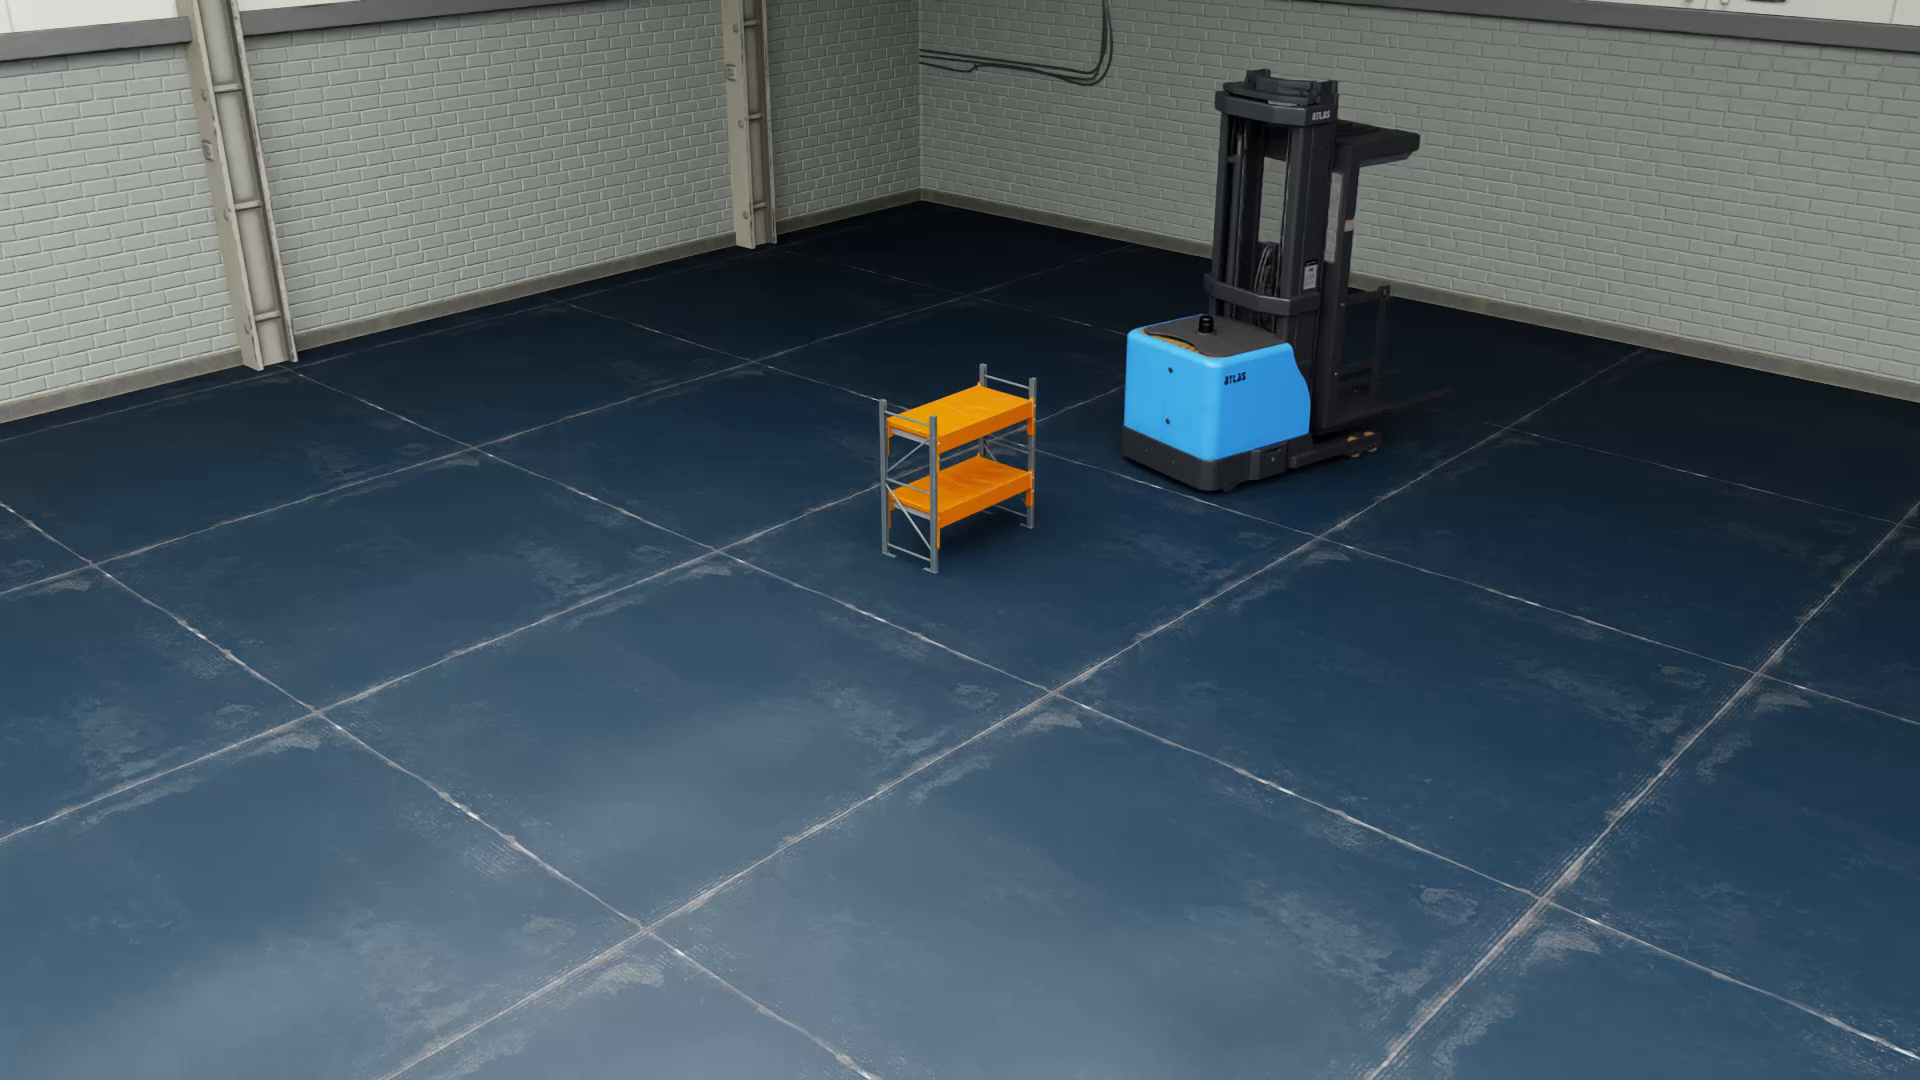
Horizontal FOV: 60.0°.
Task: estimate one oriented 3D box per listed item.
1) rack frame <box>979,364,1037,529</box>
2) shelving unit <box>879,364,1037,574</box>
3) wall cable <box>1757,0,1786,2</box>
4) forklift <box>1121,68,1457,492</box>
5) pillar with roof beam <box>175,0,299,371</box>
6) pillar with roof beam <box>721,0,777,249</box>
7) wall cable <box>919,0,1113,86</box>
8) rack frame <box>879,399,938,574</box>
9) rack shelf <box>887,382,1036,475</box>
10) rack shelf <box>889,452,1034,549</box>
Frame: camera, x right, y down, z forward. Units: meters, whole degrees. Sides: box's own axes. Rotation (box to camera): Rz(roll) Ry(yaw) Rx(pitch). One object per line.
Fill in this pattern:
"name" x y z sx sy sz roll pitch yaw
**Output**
"rack frame" 0.335 -0.666 11.861 0.500 1.125 0.032 20 31 38
"shelving unit" -0.005 -0.511 11.515 0.538 1.125 1.048 20 31 38
"wall cable" 7.617 -7.075 12.373 2.305 6.003 0.169 20 31 38
"forklift" 2.763 -2.152 12.967 3.031 2.935 1.130 -16 29 -32
"pillar with roof beam" -3.192 -4.580 10.966 9.100 9.000 0.400 20 31 38
"pillar with roof beam" 0.813 -6.408 15.043 9.100 9.000 0.400 20 31 38
"wall cable" 0.558 -6.703 19.496 3.097 2.526 0.112 20 31 38
"rack frame" -0.344 -0.356 11.170 0.500 1.125 0.032 20 31 38
"rack shelf" -0.005 -0.778 11.396 0.538 0.278 1.000 20 31 38
"rack shelf" -0.005 -0.288 11.615 0.538 0.278 1.000 20 31 38
